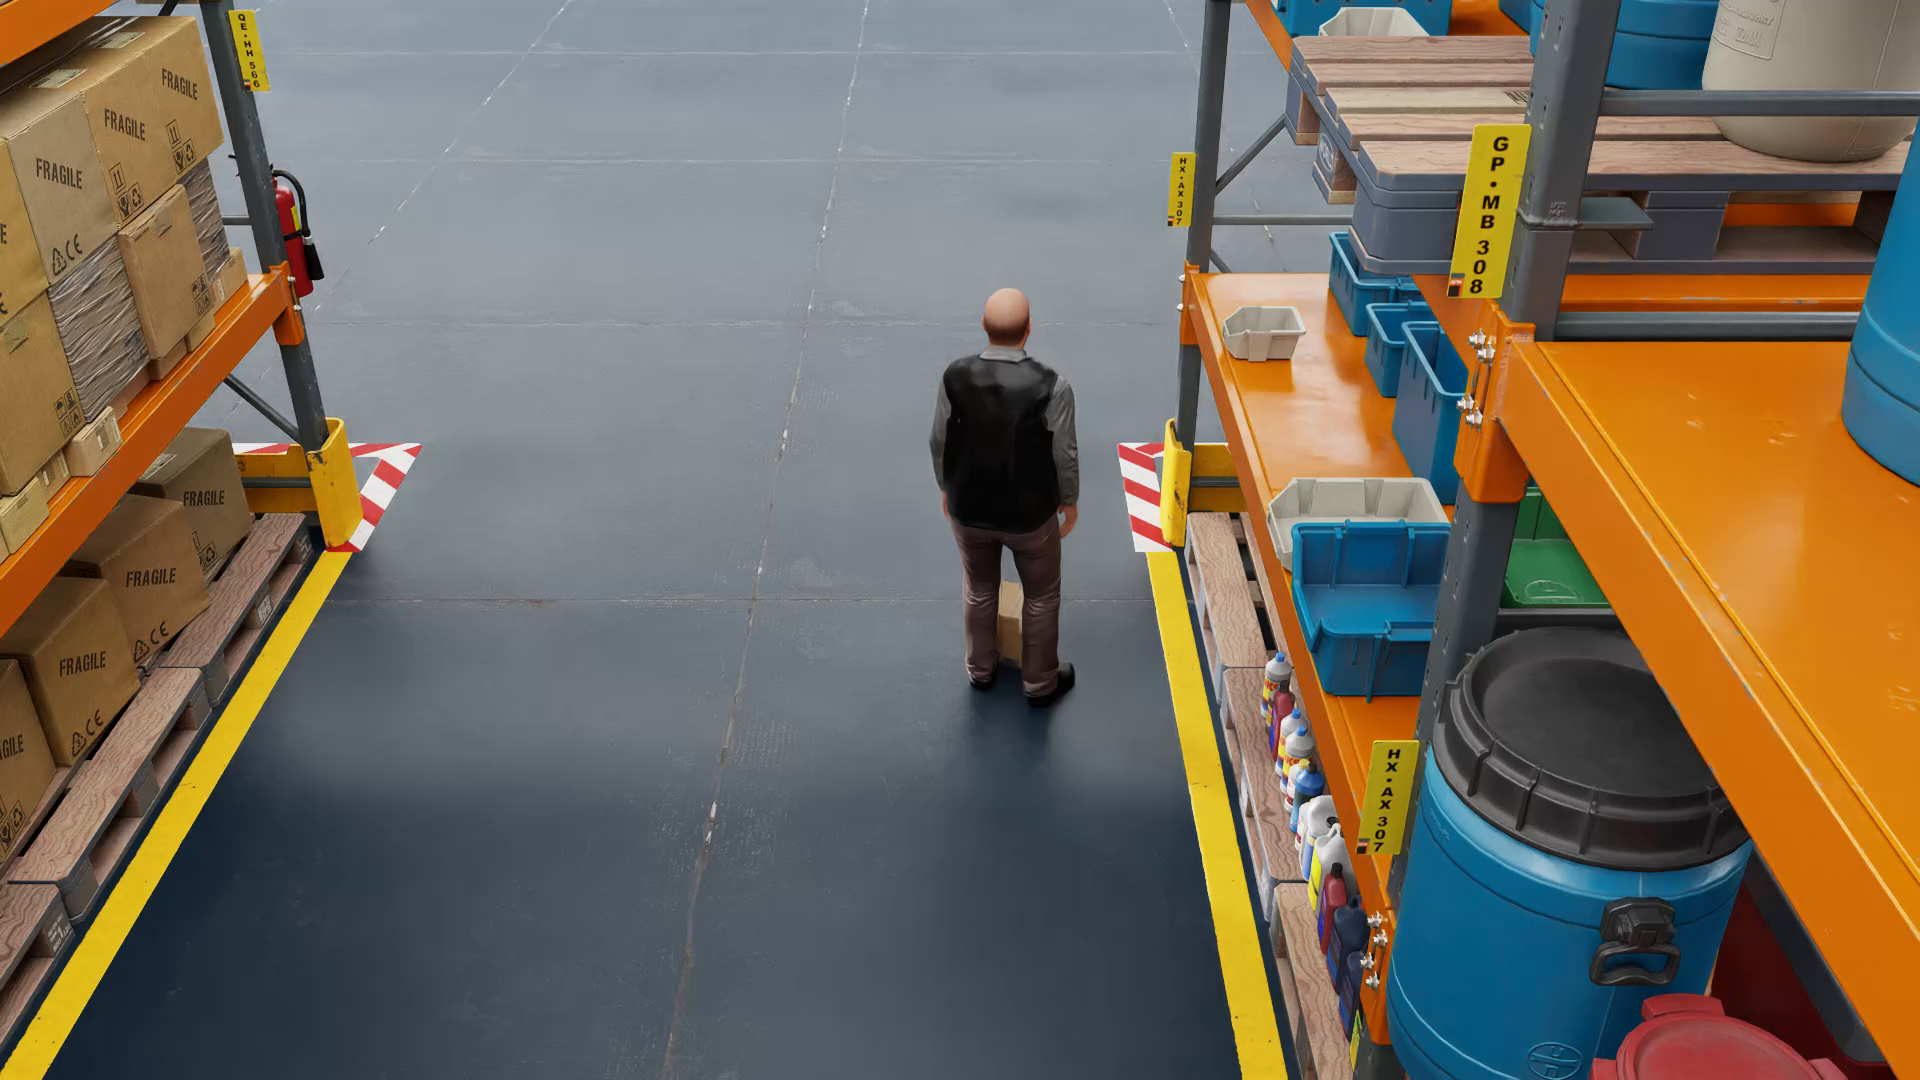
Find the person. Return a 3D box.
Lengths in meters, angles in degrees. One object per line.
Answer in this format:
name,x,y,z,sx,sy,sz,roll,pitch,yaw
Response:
person,0.175,-0.137,6.383,0.571,1.721,0.474,9,32,14
